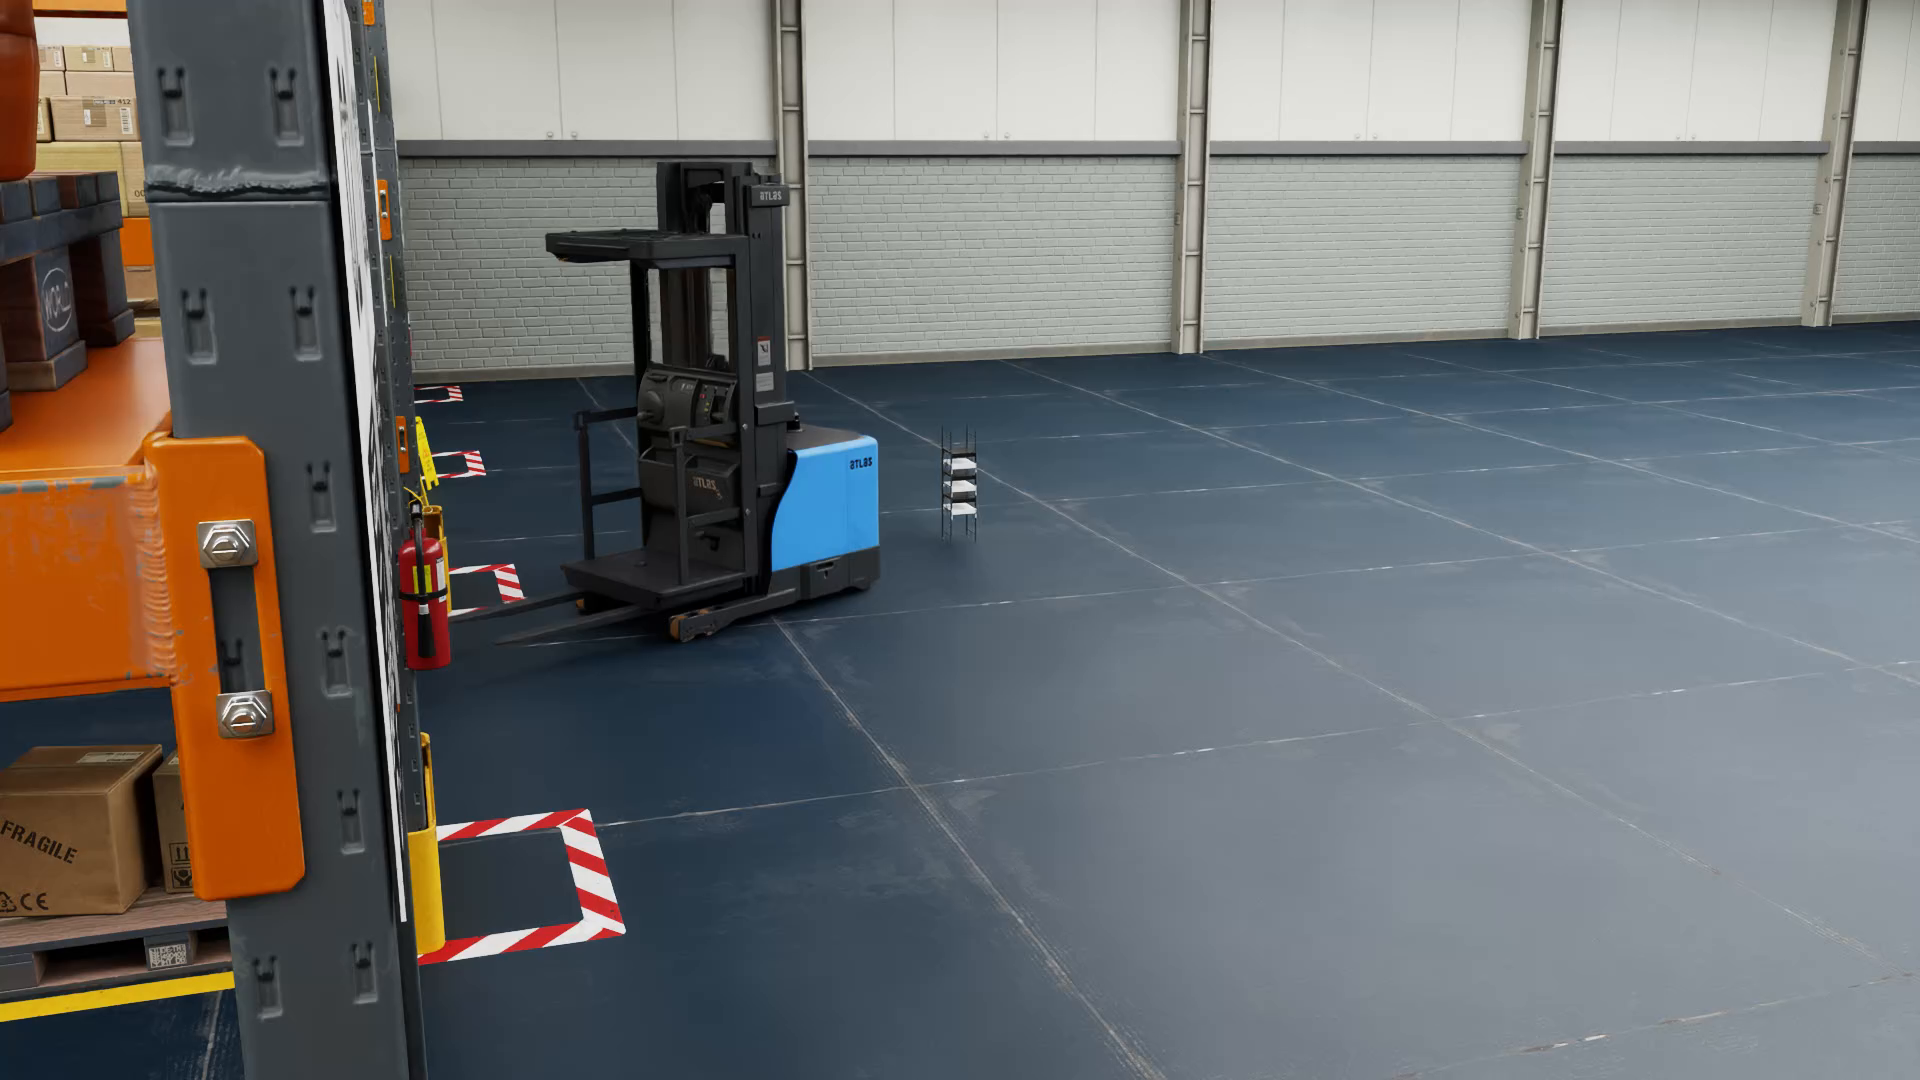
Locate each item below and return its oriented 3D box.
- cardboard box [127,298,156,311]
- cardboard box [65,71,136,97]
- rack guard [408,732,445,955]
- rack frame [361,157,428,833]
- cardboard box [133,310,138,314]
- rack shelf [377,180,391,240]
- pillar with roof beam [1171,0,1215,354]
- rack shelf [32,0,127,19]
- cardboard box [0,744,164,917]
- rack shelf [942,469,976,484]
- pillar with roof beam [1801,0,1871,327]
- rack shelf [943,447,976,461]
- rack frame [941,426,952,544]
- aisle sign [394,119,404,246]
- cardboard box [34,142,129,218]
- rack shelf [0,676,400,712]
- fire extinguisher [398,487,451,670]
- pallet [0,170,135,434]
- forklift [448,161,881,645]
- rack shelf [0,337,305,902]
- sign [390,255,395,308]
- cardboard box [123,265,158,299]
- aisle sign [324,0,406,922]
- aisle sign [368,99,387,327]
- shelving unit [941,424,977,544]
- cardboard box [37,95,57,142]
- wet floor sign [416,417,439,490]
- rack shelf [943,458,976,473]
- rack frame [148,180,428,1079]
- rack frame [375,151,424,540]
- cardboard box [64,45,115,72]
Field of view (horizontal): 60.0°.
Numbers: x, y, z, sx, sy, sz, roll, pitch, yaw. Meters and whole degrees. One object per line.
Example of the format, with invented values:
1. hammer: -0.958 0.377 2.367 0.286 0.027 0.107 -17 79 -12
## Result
1. cardboard box: -3.357 -0.651 6.377 0.500 0.500 0.500 -4 14 -18
2. cardboard box: -5.084 -2.695 10.068 0.500 0.250 0.500 -5 14 -18
3. rack guard: -2.345 1.235 6.872 0.348 0.500 1.175 -4 14 -18
4. rack frame: -2.273 0.013 6.607 0.127 3.000 1.000 -4 14 -18
5. cardboard box: -3.187 -0.534 5.886 0.500 0.500 0.500 -4 14 -18
6. rack shelf: -5.654 -2.044 10.327 4.000 0.370 1.077 -4 14 -18
7. pillar with roof beam: 4.779 -6.255 19.994 0.400 9.000 9.100 -4 14 -18
8. rack shelf: -7.329 -4.580 14.513 4.000 0.370 1.077 -4 14 -18
9. cardboard box: -3.425 1.119 6.452 0.500 0.500 0.500 -1 13 -3
10. rack shelf: -0.008 -0.492 13.023 0.200 0.077 0.258 -4 14 -18
11. pillar with roof beam: 16.152 -7.141 23.718 0.400 9.000 9.100 -4 14 -18
12. rack shelf: -0.008 -0.667 12.981 0.200 0.077 0.258 -4 14 -18
13. rack frame: -0.104 -0.430 13.005 0.006 0.900 0.240 -4 14 -18
14. aisle sign: -3.596 -2.287 10.656 0.004 0.787 0.394 -4 14 -18
15. cardboard box: -3.121 -1.245 5.735 0.500 0.250 0.500 -4 14 -18
16. rack shelf: -4.168 0.510 6.069 4.000 0.370 1.077 -4 14 -18
17. fire extinguisher: -2.017 0.143 6.226 0.183 0.674 0.296 -4 14 -18
18. pallet: -1.508 -0.229 1.548 1.213 0.211 1.003 -4 14 -18
19. forklift: -1.918 -0.918 10.670 1.130 2.935 3.031 12 18 41
20. rack shelf: -2.589 0.137 1.155 4.000 0.370 1.077 -4 14 -18
21. sign: -3.599 -1.641 10.545 0.005 0.325 0.100 -4 14 -18
22. cardboard box: -5.189 -1.589 10.685 0.550 0.550 0.875 -4 14 -18
23. aisle sign: -0.530 -0.106 1.487 0.004 0.787 0.394 -4 14 -18
24. aisle sign: -2.118 -1.191 6.048 0.004 0.787 0.394 -4 14 -18
25. shelving unit: -0.008 -0.437 13.036 0.210 0.900 0.258 -4 14 -18
26. cardboard box: -3.175 -1.417 5.598 0.250 0.149 0.380 -4 14 -18
27. wet floor sign: -4.912 -0.795 15.089 0.232 0.644 0.267 0 13 1
28. rack shelf: -0.008 -0.580 13.002 0.200 0.077 0.258 -4 14 -18
29. rack frame: -0.693 1.099 2.040 0.127 3.000 1.000 -4 14 -18
30. rack frame: -3.759 -1.082 11.211 0.127 3.000 1.000 -4 14 -18
31. cardboard box: -5.175 -2.867 9.929 0.250 0.149 0.380 -5 14 -19
